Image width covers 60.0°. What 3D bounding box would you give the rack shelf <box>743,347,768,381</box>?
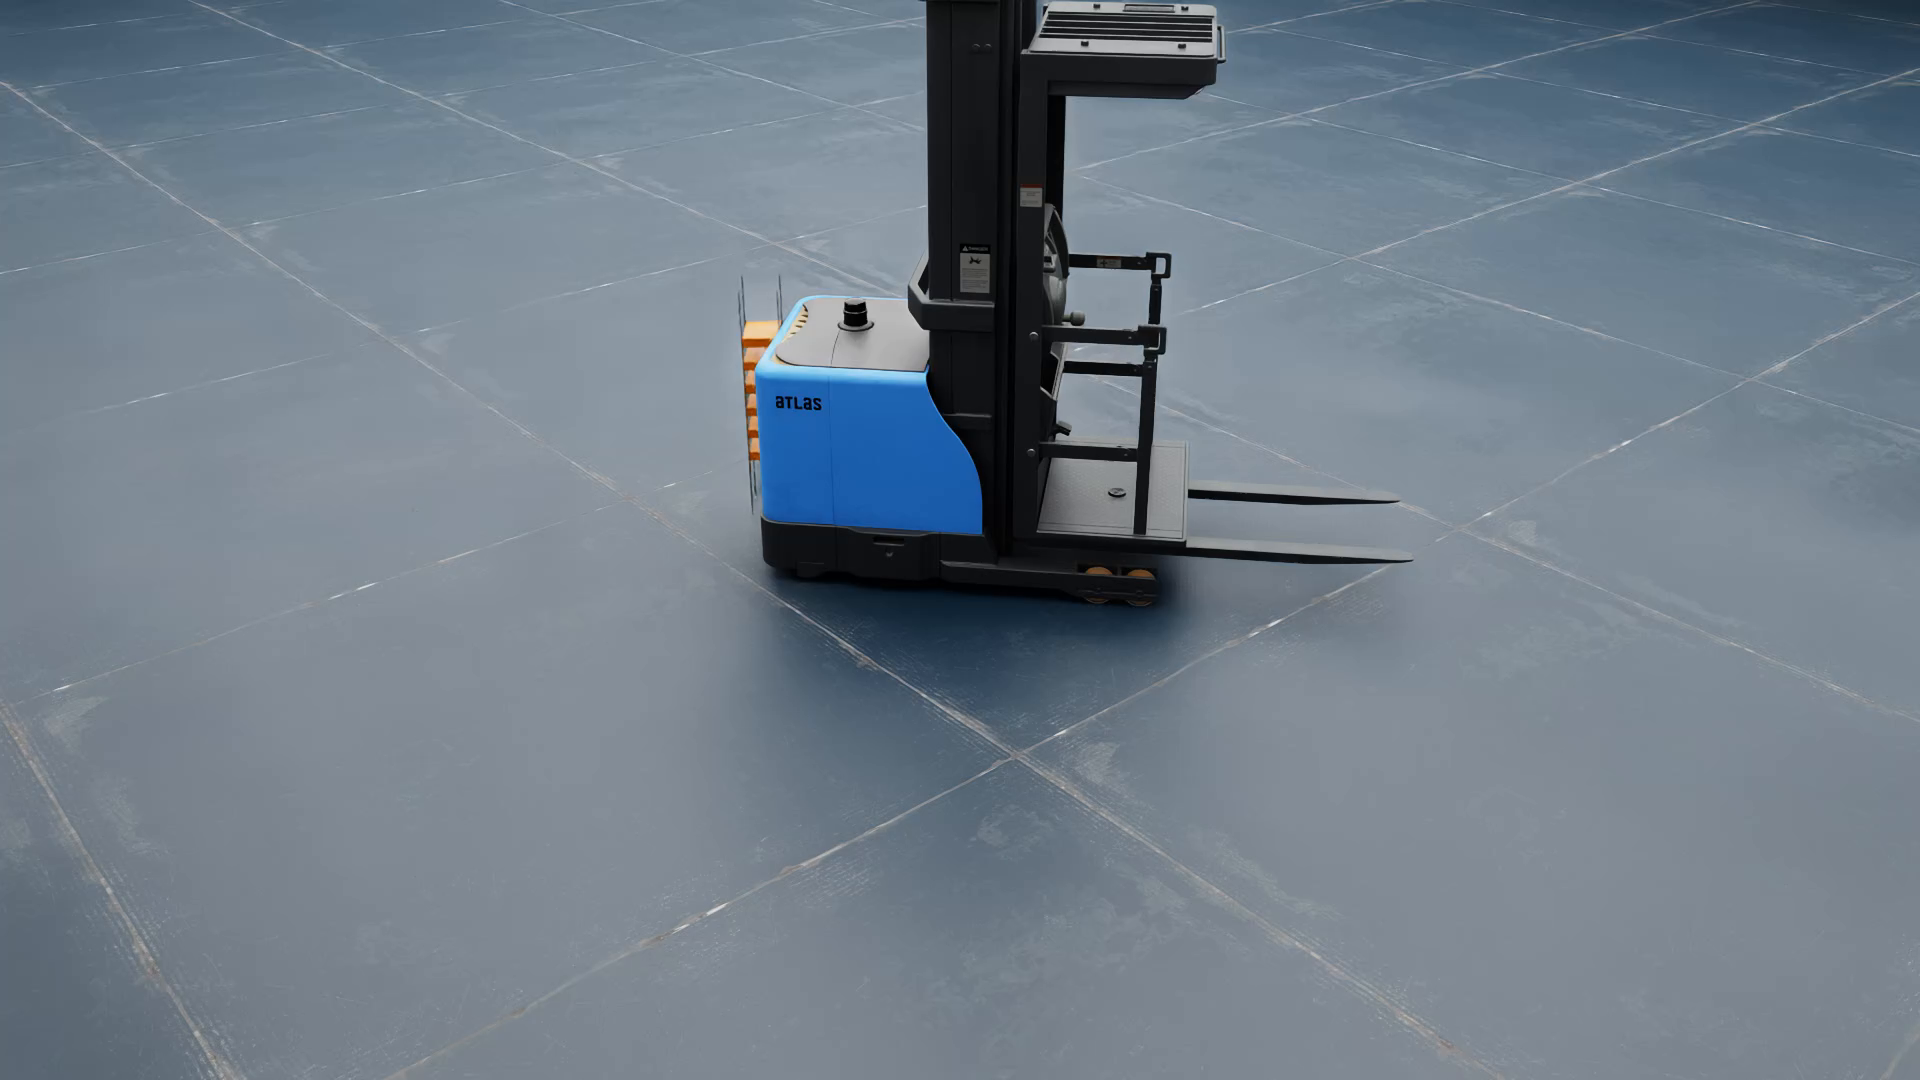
[{"bbox_3d":[-0.969,-0.883,8.211,0.180,0.103,0.258,-1,28,-2],"label":"rack shelf"}]

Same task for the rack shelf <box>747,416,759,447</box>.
[{"bbox_3d":[-0.969,-0.564,8.378,0.180,0.103,0.258,-1,28,-2],"label":"rack shelf"}]

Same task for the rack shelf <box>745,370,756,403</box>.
[{"bbox_3d":[-0.969,-0.776,8.267,0.180,0.103,0.258,-1,28,-2],"label":"rack shelf"}]

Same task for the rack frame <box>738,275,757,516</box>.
[{"bbox_3d":[-1.060,-0.708,8.299,0.006,1.200,0.240,-1,28,-2],"label":"rack frame"}]

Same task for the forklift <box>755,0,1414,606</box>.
[{"bbox_3d":[0.618,-1.254,7.486,3.031,2.935,1.130,4,28,7],"label":"forklift"}]

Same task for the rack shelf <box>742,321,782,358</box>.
[{"bbox_3d":[-0.968,-0.989,8.155,0.180,0.103,0.258,-1,28,-2],"label":"rack shelf"}]

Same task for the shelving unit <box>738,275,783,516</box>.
[{"bbox_3d":[-0.969,-0.709,8.302,0.189,1.200,0.258,-1,28,-2],"label":"shelving unit"}]

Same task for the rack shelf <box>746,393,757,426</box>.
[{"bbox_3d":[-0.969,-0.670,8.323,0.180,0.103,0.258,-1,28,-2],"label":"rack shelf"}]

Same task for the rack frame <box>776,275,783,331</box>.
[{"bbox_3d":[-0.877,-0.711,8.305,0.006,1.200,0.240,-1,28,-2],"label":"rack frame"}]

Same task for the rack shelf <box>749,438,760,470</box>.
[{"bbox_3d":[-0.969,-0.457,8.434,0.180,0.103,0.258,-1,28,-2],"label":"rack shelf"}]
